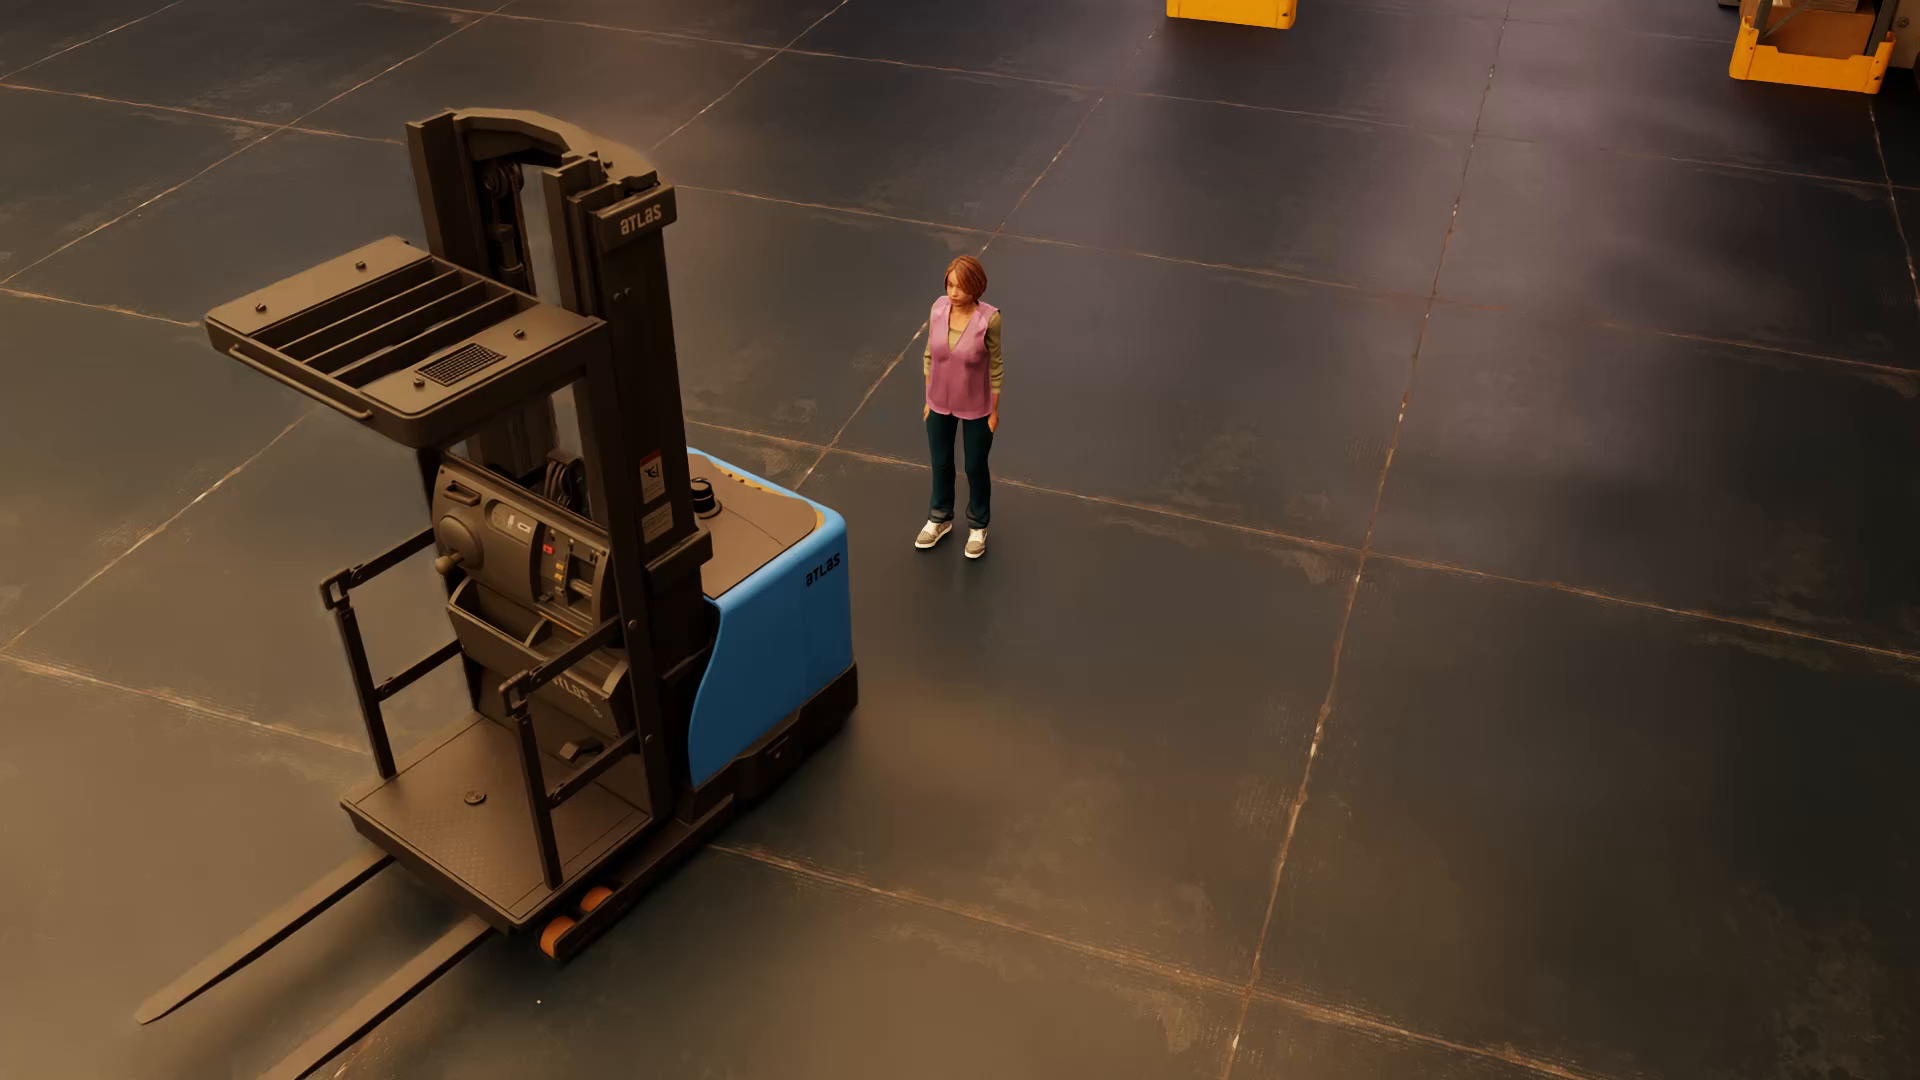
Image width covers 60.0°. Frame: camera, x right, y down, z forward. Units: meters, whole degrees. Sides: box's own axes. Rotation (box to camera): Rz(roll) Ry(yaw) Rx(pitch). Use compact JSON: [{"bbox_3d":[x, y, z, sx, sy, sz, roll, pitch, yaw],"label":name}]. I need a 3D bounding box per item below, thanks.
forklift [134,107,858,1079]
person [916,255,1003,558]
[{"bbox_3d":[-1.748,0.090,5.984,1.130,2.935,3.031,24,42,29],"label":"forklift"},{"bbox_3d":[0.002,-0.651,8.181,0.409,1.602,0.327,12,37,16],"label":"person"}]
